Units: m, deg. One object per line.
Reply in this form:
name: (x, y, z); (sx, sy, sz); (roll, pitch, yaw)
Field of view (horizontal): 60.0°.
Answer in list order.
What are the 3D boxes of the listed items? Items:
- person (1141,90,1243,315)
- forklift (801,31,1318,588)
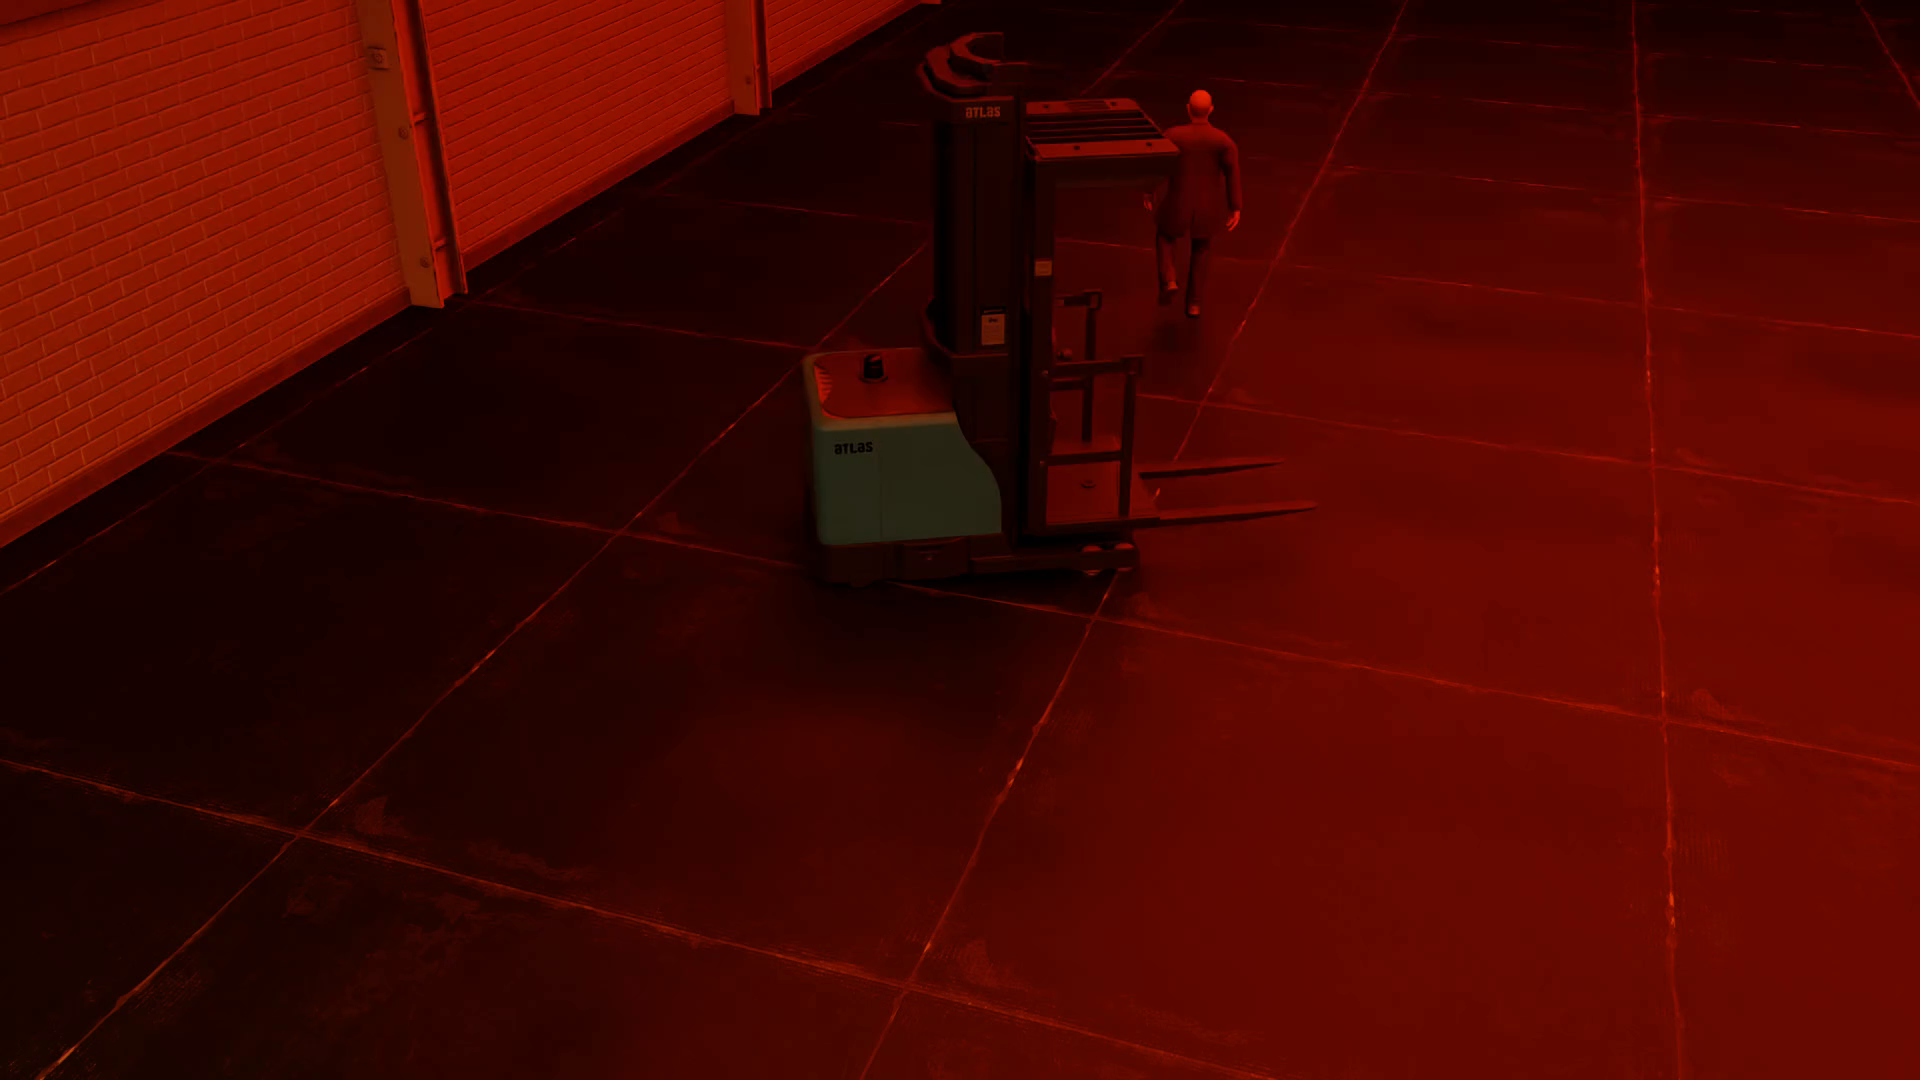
person: (1.792, -2.606, 12.896); (0.782, 1.758, 0.525); (3, 30, 5)
forklift: (0.608, -1.328, 9.466); (3.031, 2.935, 1.130); (-4, 30, -8)
